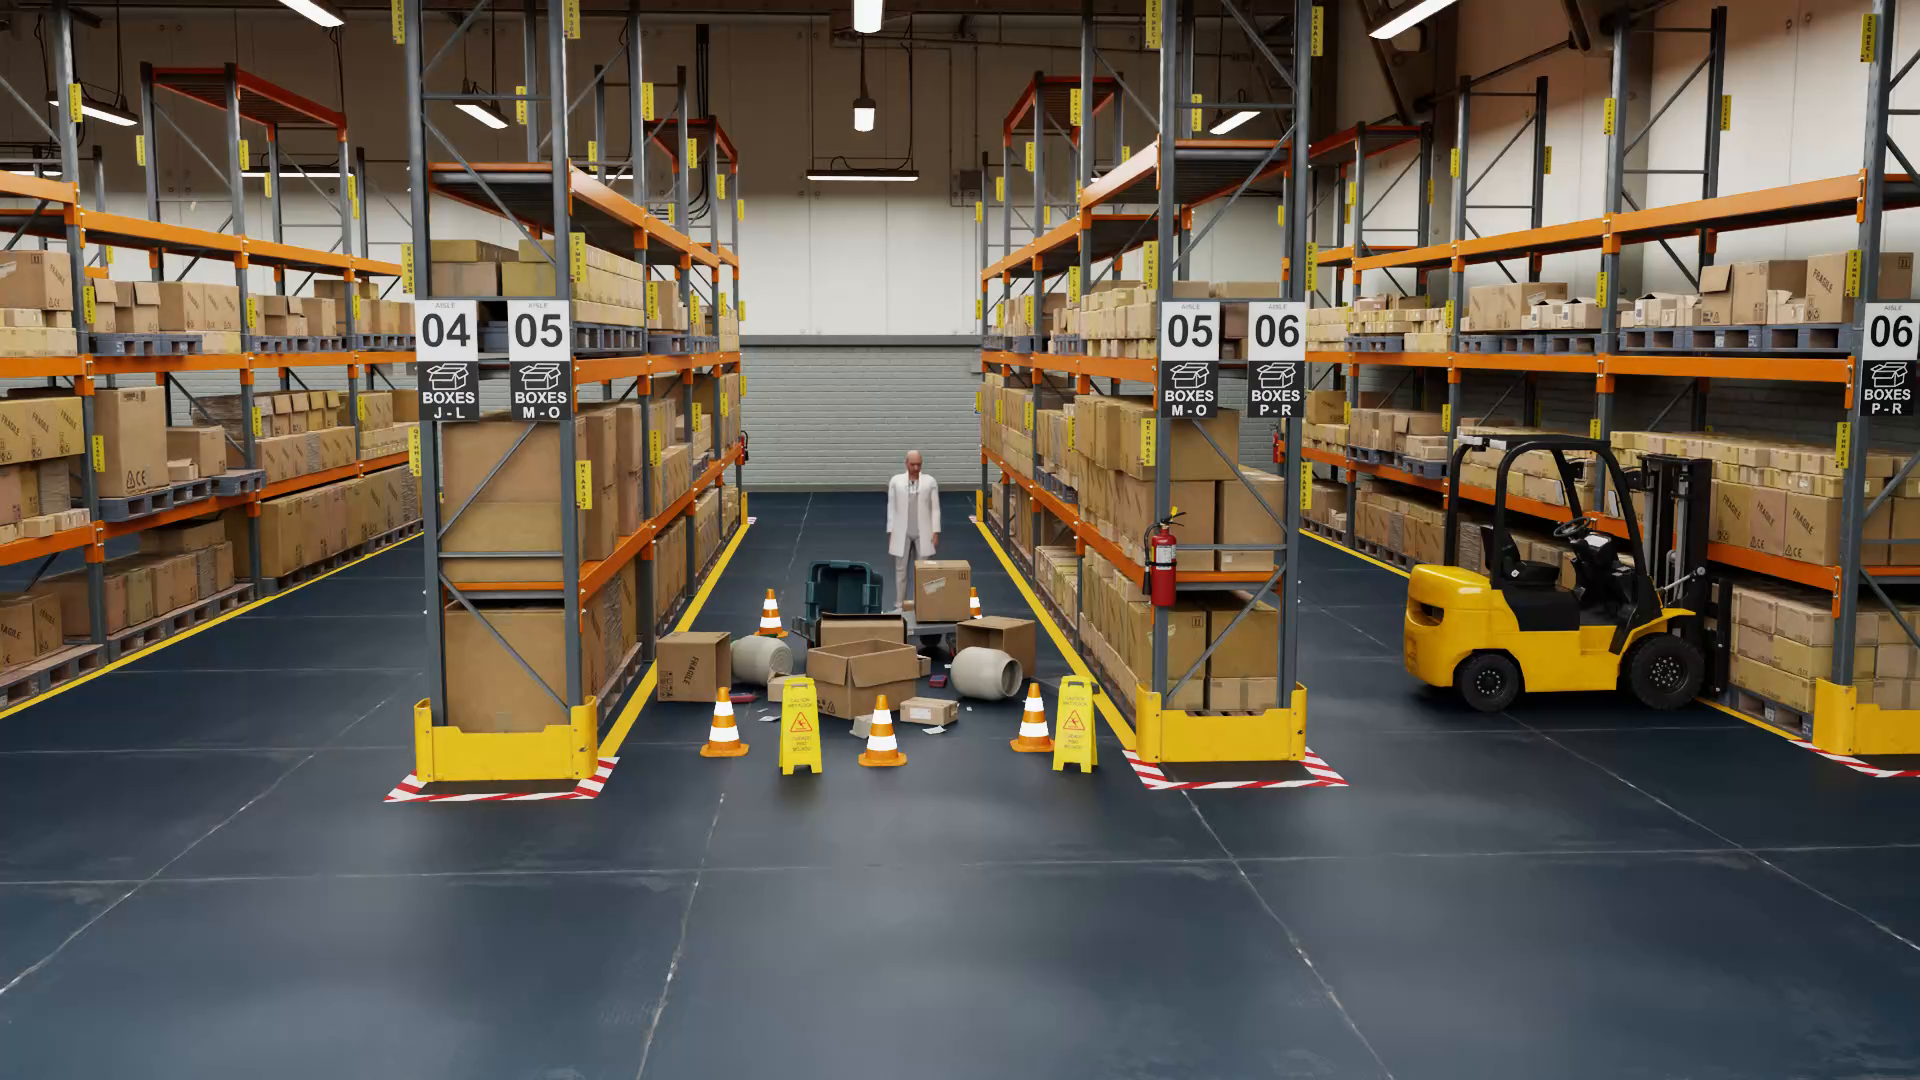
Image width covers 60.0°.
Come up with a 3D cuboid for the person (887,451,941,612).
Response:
[{"bbox_3d":[-0.489,-0.054,17.659,0.574,1.784,0.416,0,7,-3],"label":"person"}]
